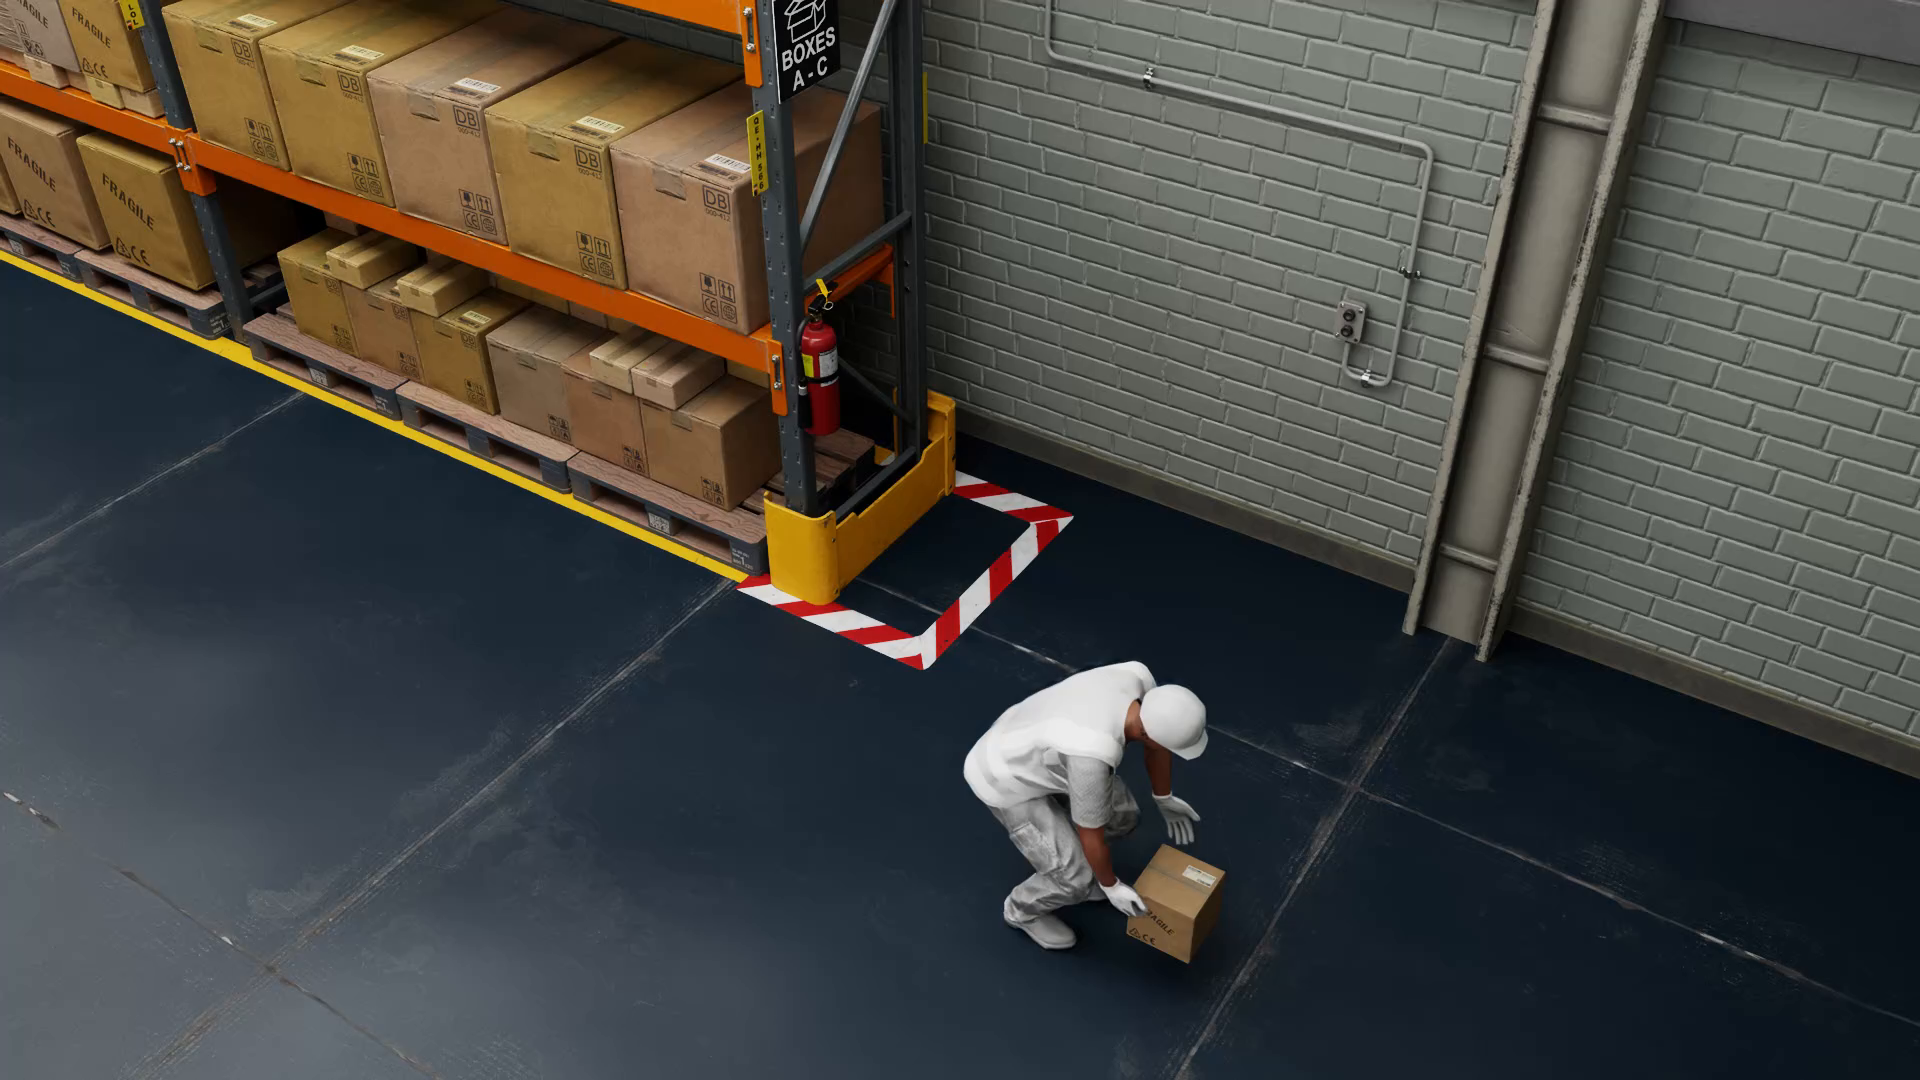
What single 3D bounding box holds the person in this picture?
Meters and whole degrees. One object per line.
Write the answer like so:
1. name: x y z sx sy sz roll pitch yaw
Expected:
1. person: 0.448 0.897 5.942 0.833 1.264 0.607 21 43 25
